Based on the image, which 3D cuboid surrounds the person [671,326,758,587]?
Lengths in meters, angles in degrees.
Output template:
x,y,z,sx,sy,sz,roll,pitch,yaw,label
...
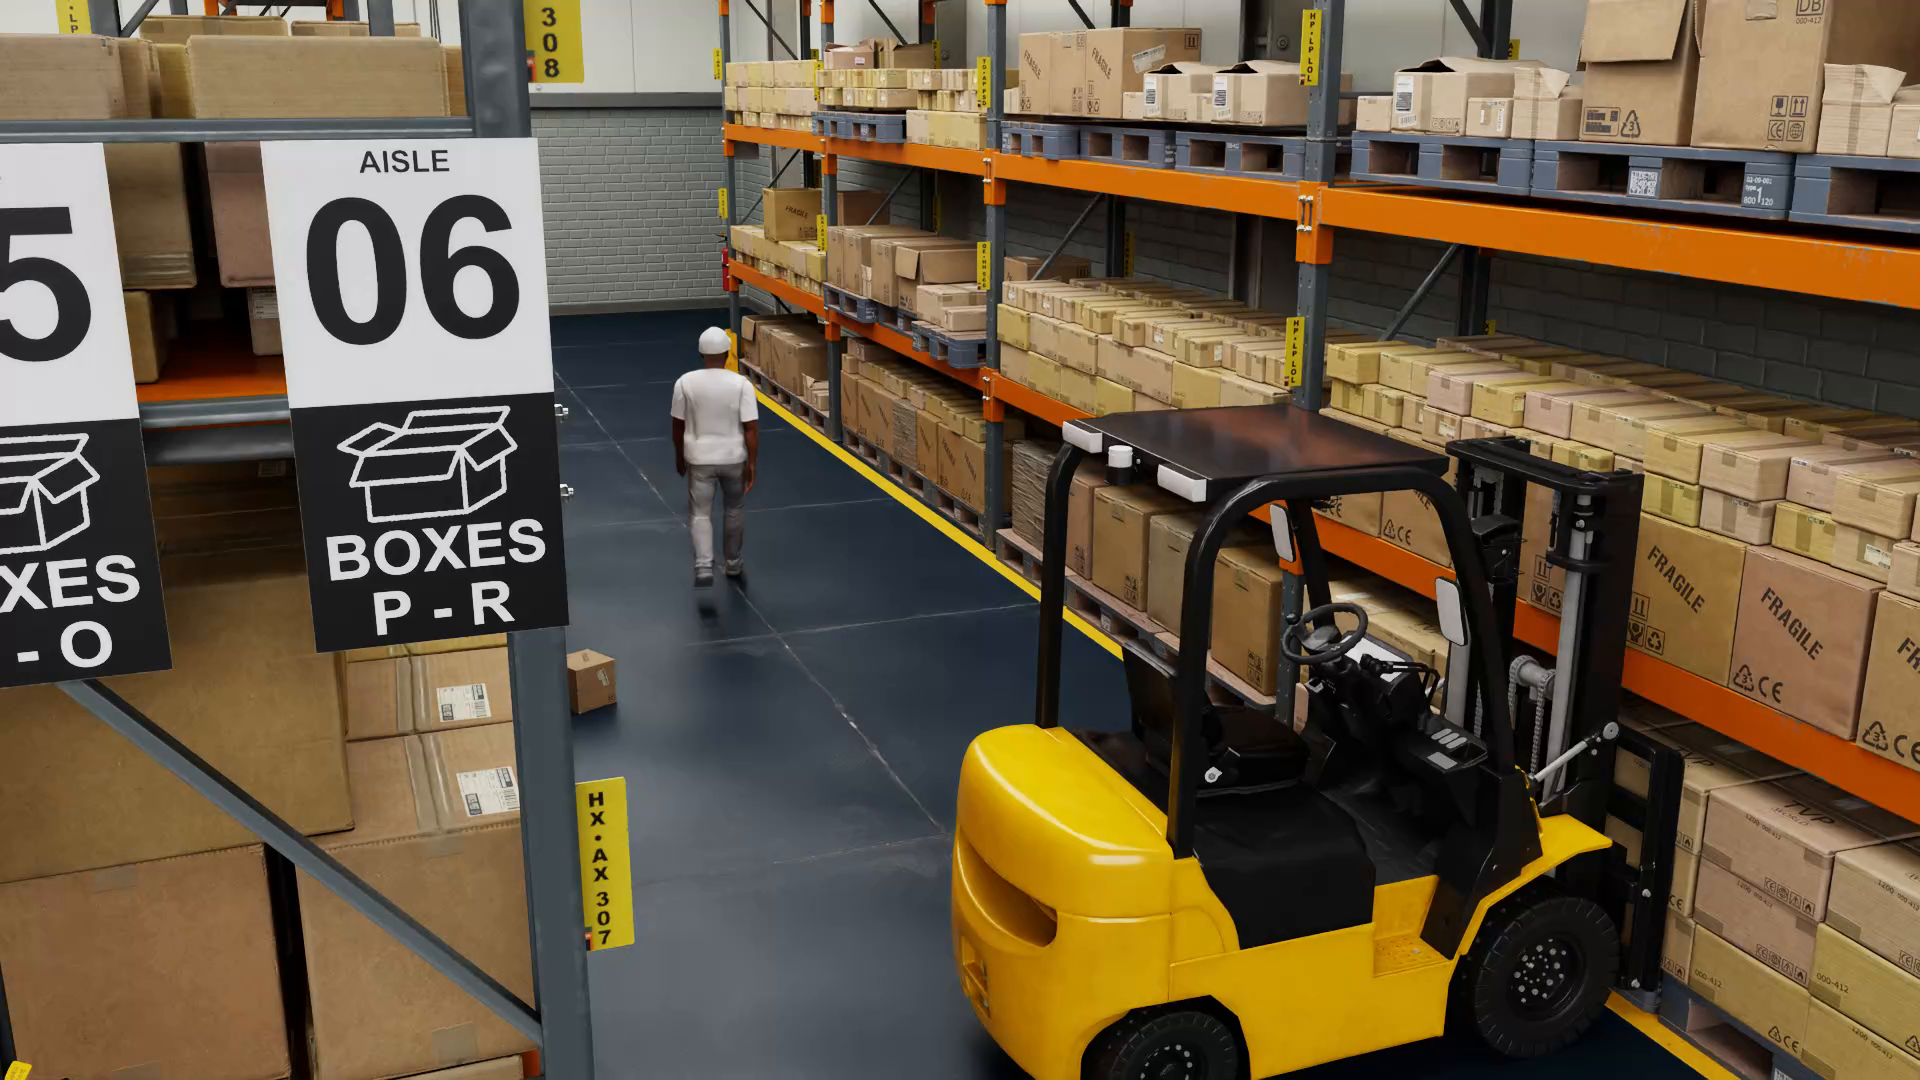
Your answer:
x,y,z,sx,sy,sz,roll,pitch,yaw,label
-1.597,-0.535,10.896,0.563,1.729,0.992,-2,16,-7,person
